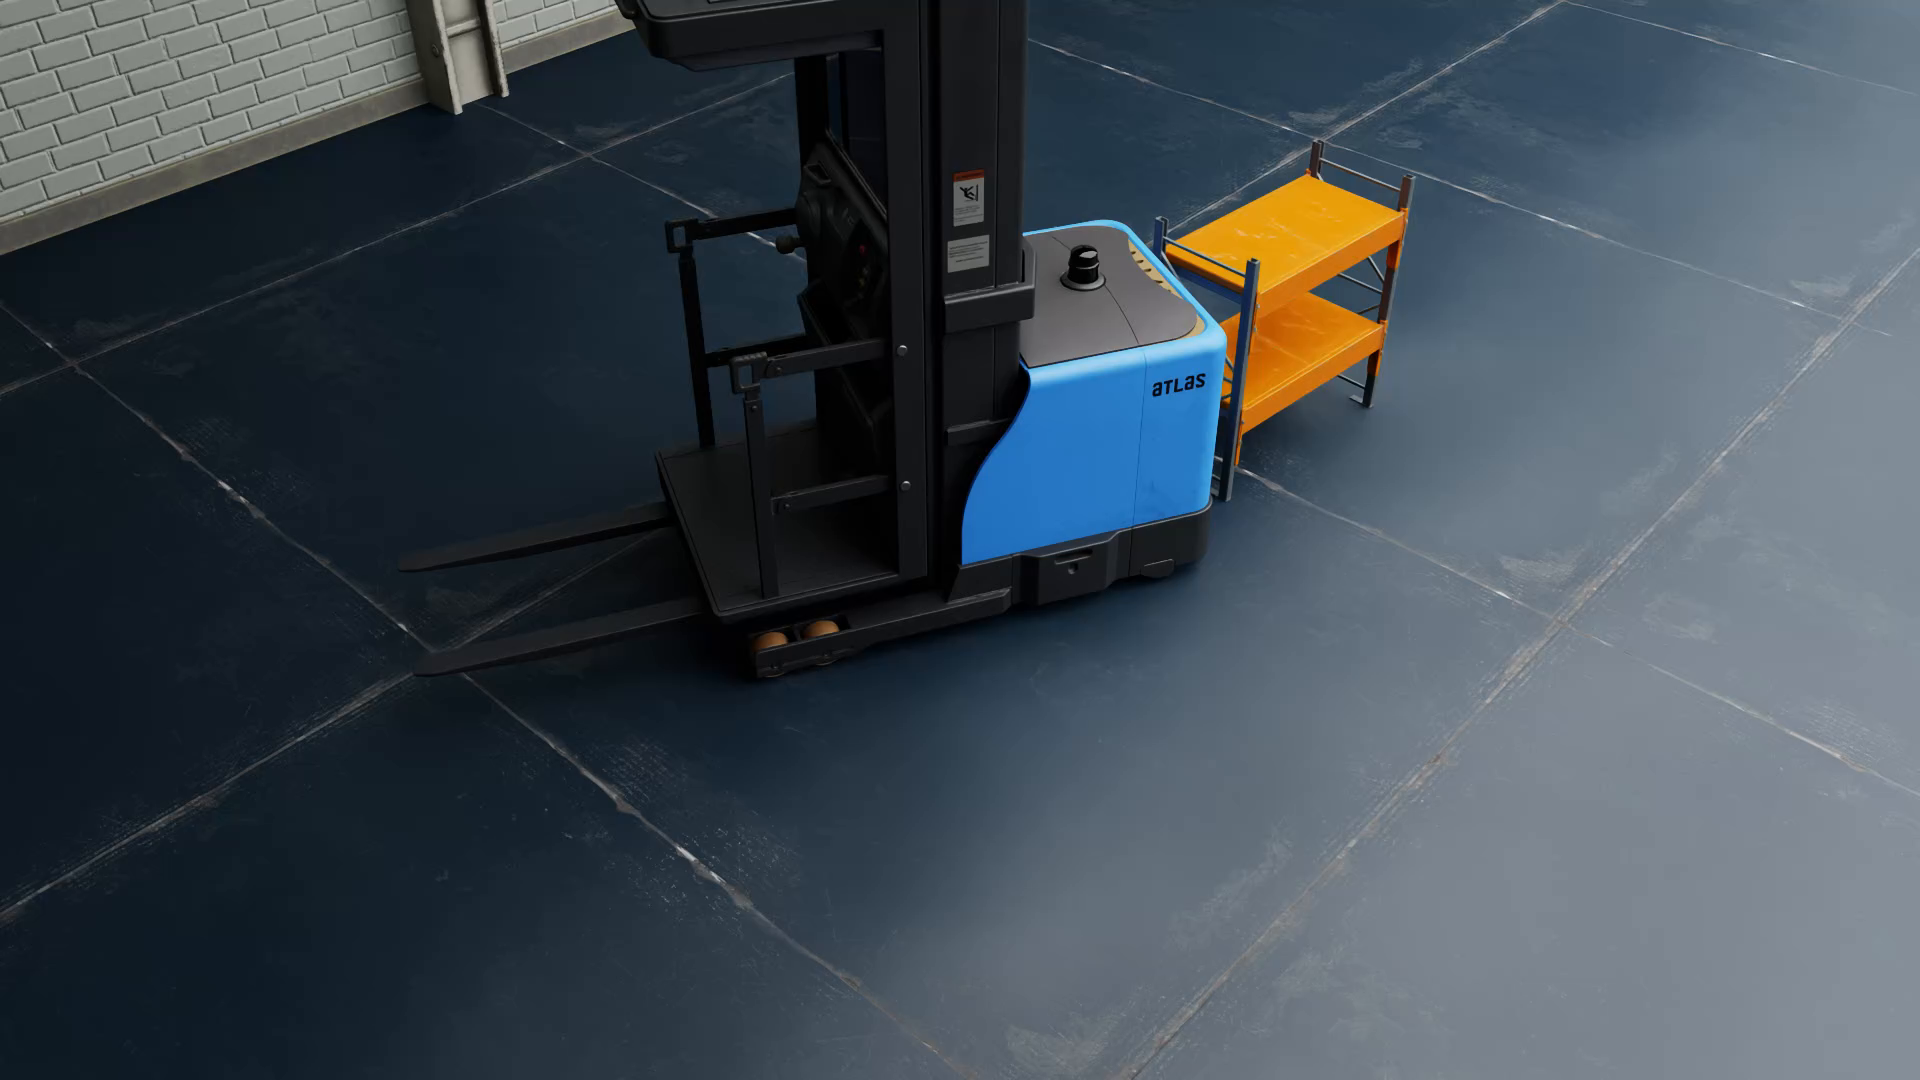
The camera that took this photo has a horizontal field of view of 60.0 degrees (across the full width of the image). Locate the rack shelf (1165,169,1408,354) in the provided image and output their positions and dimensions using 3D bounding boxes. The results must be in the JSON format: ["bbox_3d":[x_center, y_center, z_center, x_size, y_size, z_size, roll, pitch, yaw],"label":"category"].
[{"bbox_3d":[1.318,-1.164,6.840,1.000,0.278,0.538,-31,48,-33],"label":"rack shelf"}]

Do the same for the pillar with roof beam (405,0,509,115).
[{"bbox_3d":[0.176,-4.414,5.070,9.100,9.000,0.400,30,47,32],"label":"pillar with roof beam"}]

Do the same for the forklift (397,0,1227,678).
[{"bbox_3d":[-0.593,-1.015,5.671,3.031,2.935,1.130,-13,40,-15],"label":"forklift"}]

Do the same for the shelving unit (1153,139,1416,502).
[{"bbox_3d":[1.318,-0.935,7.022,1.048,1.125,0.538,-31,48,-33],"label":"shelving unit"}]

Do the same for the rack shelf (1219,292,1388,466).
[{"bbox_3d":[1.318,-0.744,7.174,1.000,0.278,0.538,-31,48,-33],"label":"rack shelf"}]

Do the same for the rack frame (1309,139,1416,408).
[{"bbox_3d":[1.685,-1.154,7.297,0.032,1.125,0.500,-31,48,-33],"label":"rack frame"}]

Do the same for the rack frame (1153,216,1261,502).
[{"bbox_3d":[0.950,-0.717,6.747,0.032,1.125,0.500,-31,48,-33],"label":"rack frame"}]
